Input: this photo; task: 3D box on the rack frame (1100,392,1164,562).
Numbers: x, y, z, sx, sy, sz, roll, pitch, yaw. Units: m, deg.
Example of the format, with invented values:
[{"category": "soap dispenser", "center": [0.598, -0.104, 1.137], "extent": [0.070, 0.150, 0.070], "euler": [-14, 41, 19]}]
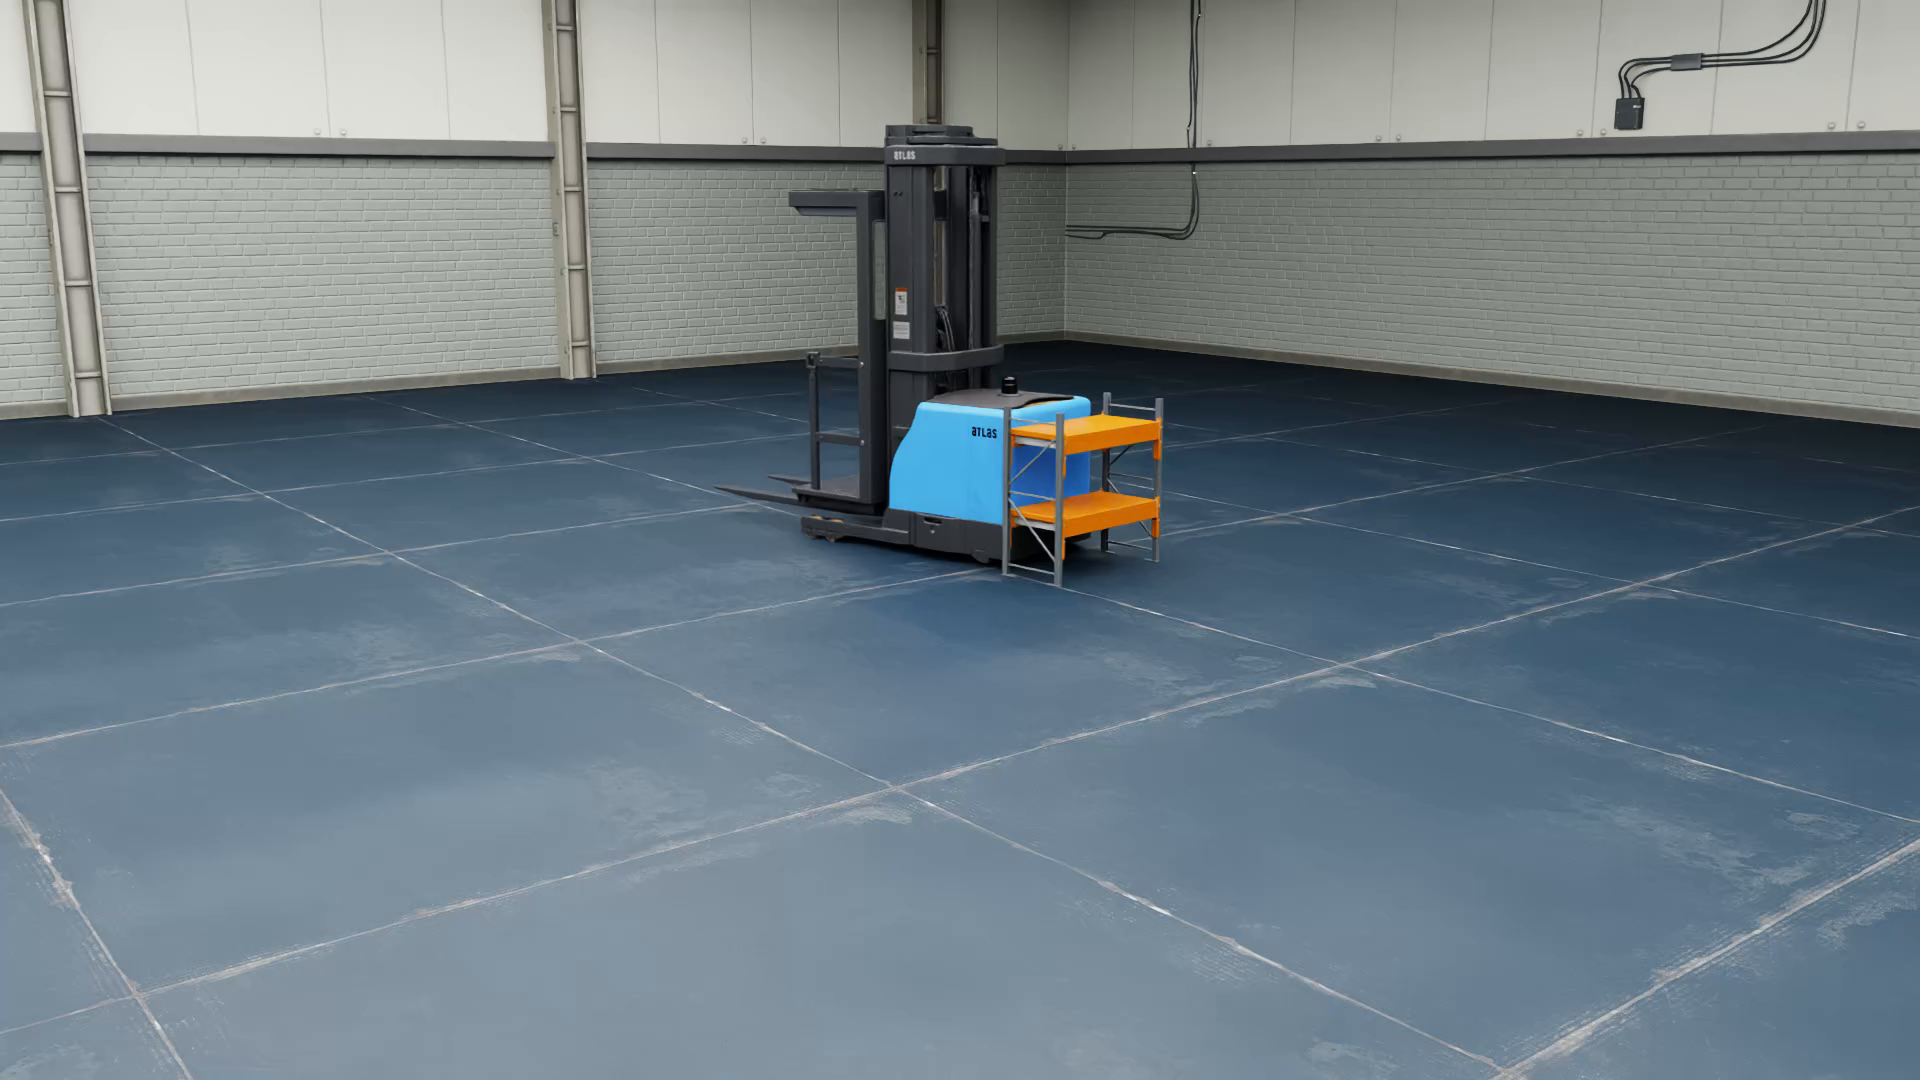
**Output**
[{"category": "rack frame", "center": [1.182, -0.434, 11.466], "extent": [0.500, 1.125, 0.032], "euler": [12, 17, 43]}]

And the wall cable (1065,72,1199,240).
[{"category": "wall cable", "center": [2.648, -6.031, 26.340], "extent": [0.112, 2.526, 3.097], "euler": [-9, 15, -38]}]

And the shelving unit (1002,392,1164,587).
[{"category": "shelving unit", "center": [0.826, -0.359, 11.111], "extent": [0.538, 1.125, 1.048], "euler": [12, 17, 43]}]

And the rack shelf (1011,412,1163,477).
[{"category": "rack shelf", "center": [0.826, -0.645, 11.051], "extent": [0.538, 0.278, 1.000], "euler": [12, 17, 43]}]

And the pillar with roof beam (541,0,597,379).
[{"category": "pillar with roof beam", "center": [-2.474, -5.905, 18.273], "extent": [0.400, 9.000, 9.100], "euler": [-9, 15, -38]}]

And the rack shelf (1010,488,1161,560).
[{"category": "rack shelf", "center": [0.826, -0.120, 11.162], "extent": [0.538, 0.278, 1.000], "euler": [12, 17, 43]}]

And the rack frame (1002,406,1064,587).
[{"category": "rack frame", "center": [0.470, -0.284, 10.756], "extent": [0.500, 1.125, 0.032], "euler": [12, 17, 43]}]

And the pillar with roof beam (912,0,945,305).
[{"category": "pillar with roof beam", "center": [2.211, -6.684, 21.939], "extent": [0.400, 9.000, 9.100], "euler": [-9, 15, -38]}]

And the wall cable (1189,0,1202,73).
[{"category": "wall cable", "center": [4.338, -8.062, 23.749], "extent": [0.112, 2.526, 3.097], "euler": [-9, 15, -38]}]

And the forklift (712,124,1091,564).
[{"category": "forklift", "center": [-0.541, -1.498, 12.126], "extent": [3.031, 2.935, 1.130], "euler": [9, 15, 37]}]

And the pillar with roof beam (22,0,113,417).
[{"category": "pillar with roof beam", "center": [-7.159, -5.126, 14.606], "extent": [0.400, 9.000, 9.100], "euler": [-9, 15, -38]}]

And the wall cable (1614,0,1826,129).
[{"category": "wall cable", "center": [8.566, -7.671, 18.403], "extent": [0.169, 6.003, 2.305], "euler": [-9, 15, -38]}]
